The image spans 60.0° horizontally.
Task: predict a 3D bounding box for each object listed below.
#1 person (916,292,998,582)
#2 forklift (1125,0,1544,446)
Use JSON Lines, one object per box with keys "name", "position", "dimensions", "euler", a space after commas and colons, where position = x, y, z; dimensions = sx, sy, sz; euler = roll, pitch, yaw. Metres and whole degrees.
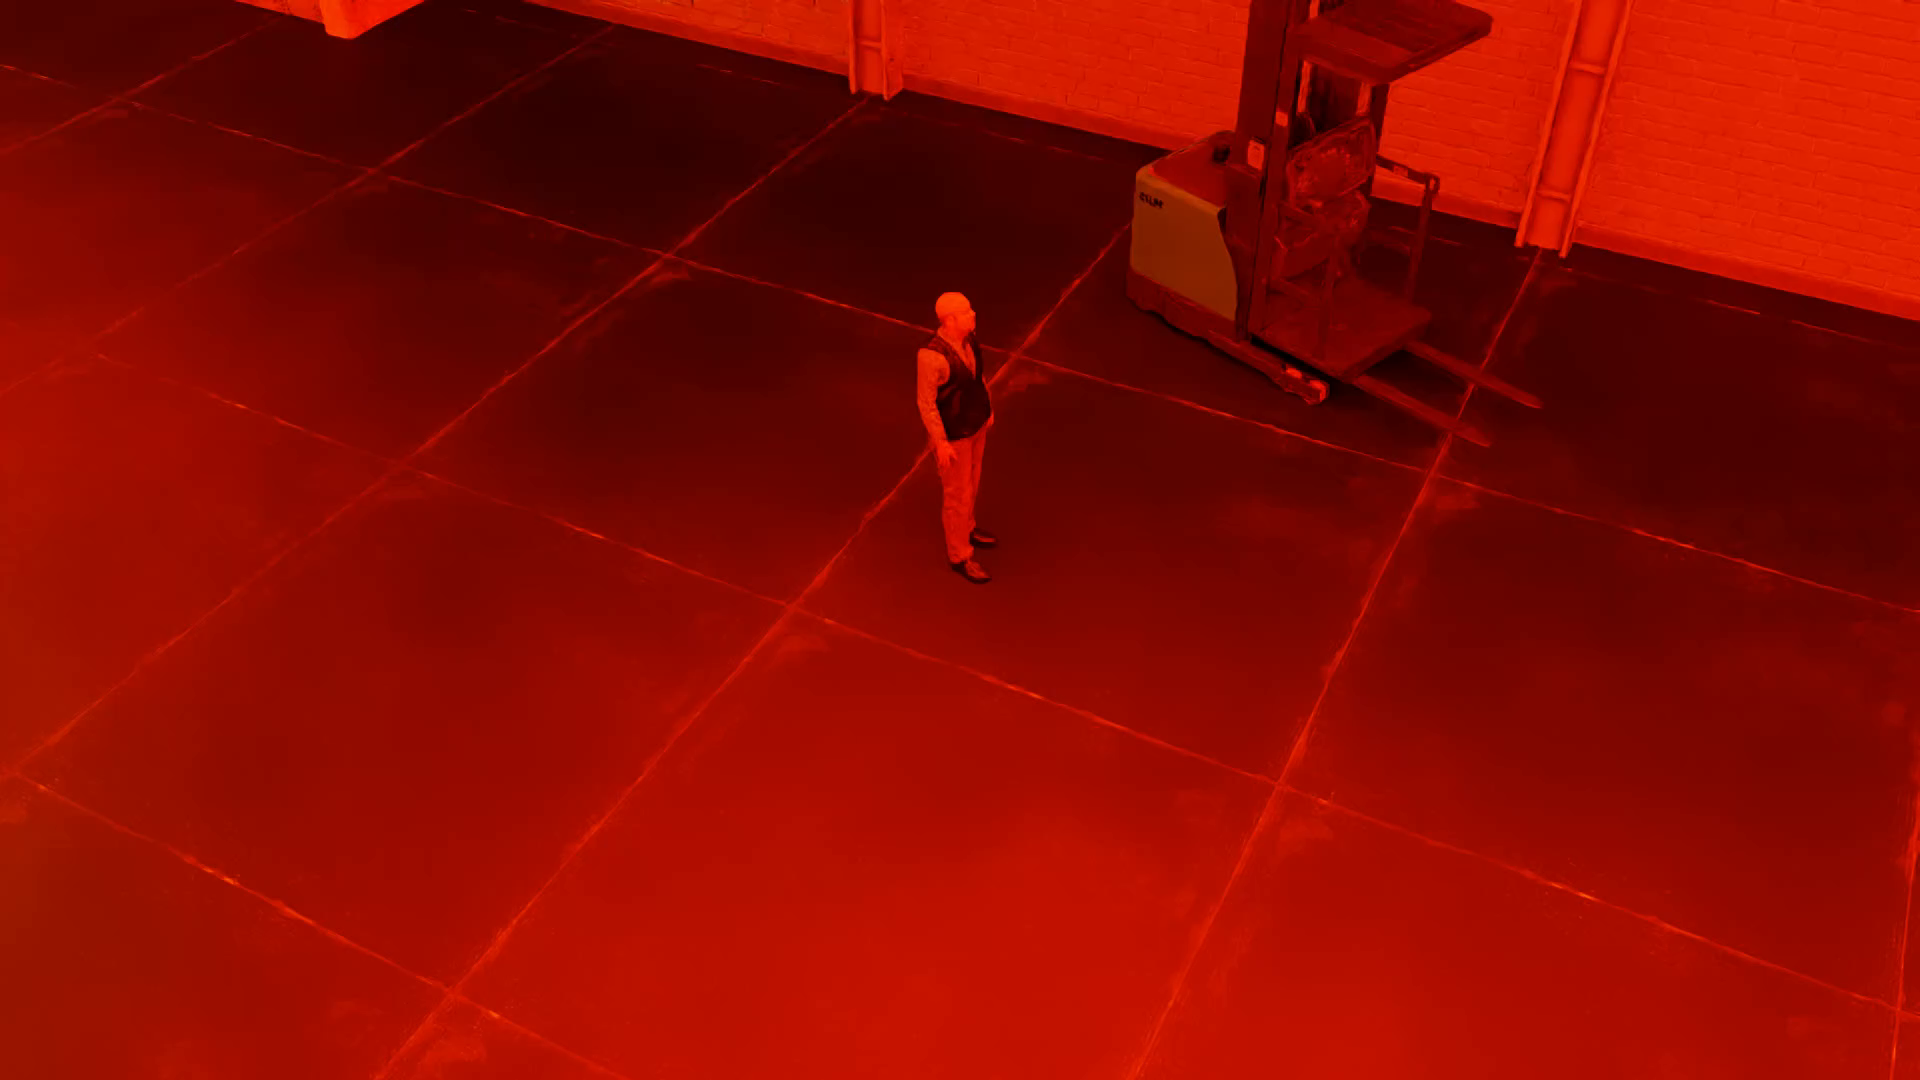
{"name": "person", "position": [0.050, -0.611, 9.696], "dimensions": [0.567, 1.649, 0.624], "euler": [18, 43, 21]}
{"name": "forklift", "position": [2.589, -2.416, 10.855], "dimensions": [1.130, 2.935, 3.031], "euler": [-31, 49, -31]}
